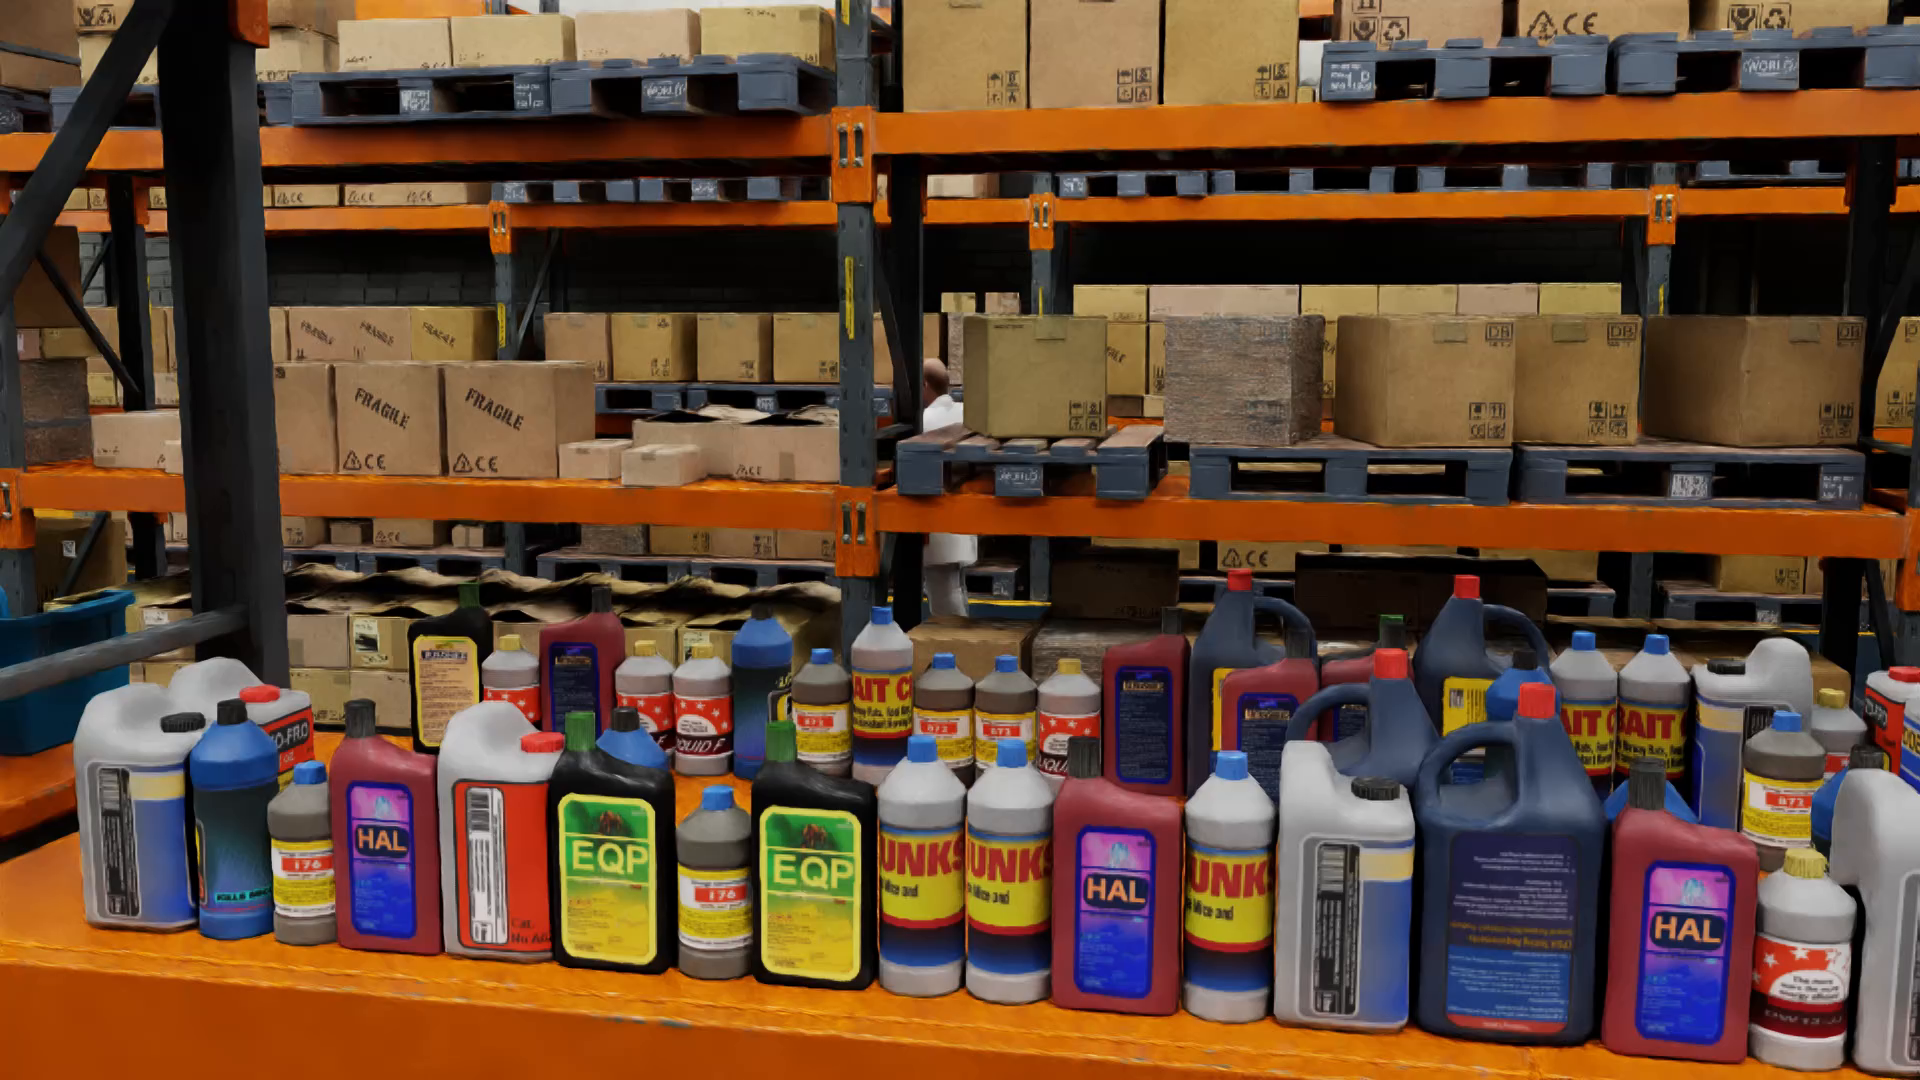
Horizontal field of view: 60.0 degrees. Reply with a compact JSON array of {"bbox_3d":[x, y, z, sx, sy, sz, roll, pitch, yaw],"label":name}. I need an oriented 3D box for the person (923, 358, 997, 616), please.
[{"bbox_3d":[-0.109,-0.103,8.990,0.714,1.759,0.736,5,10,35],"label":"person"}]
